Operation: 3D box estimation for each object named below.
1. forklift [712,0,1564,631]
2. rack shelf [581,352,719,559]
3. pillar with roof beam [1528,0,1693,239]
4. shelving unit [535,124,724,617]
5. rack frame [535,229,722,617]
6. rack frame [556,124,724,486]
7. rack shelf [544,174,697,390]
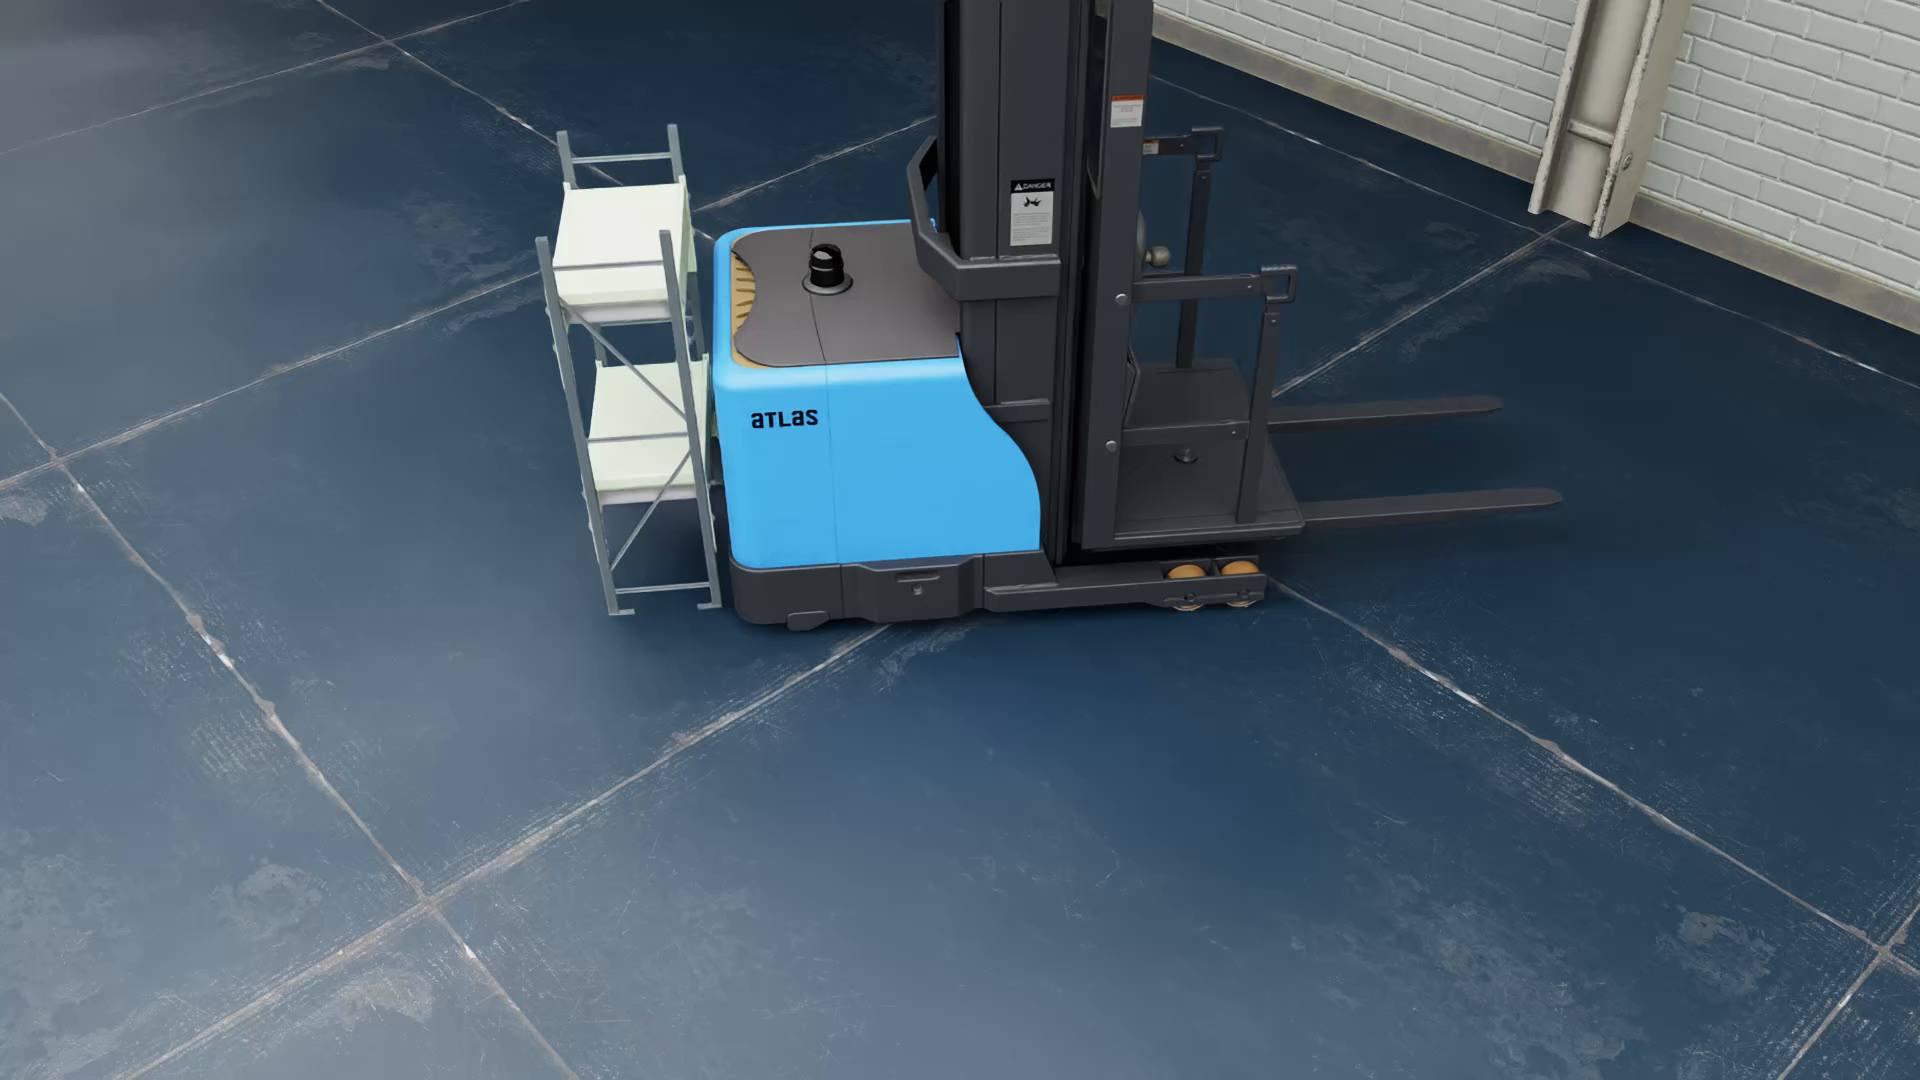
[{"bbox_3d":[0.667,-1.216,5.423,3.031,2.935,1.130,-4,39,-5],"label":"forklift"},{"bbox_3d":[-1.093,-0.308,5.951,0.431,0.370,0.720,-4,39,-4],"label":"rack shelf"},{"bbox_3d":[-0.100,-3.285,3.156,9.100,9.000,0.400,-30,48,-32],"label":"pillar with roof beam"},{"bbox_3d":[-1.097,-0.562,5.746,0.431,1.500,0.755,-4,39,-4],"label":"shelving unit"},{"bbox_3d":[-1.060,-0.333,5.463,0.400,1.500,0.023,-4,39,-4],"label":"rack frame"},{"bbox_3d":[-1.135,-0.790,6.029,0.400,1.500,0.023,-4,39,-4],"label":"rack frame"},{"bbox_3d":[-1.103,-0.865,5.501,0.431,0.370,0.720,-4,39,-4],"label":"rack shelf"}]
